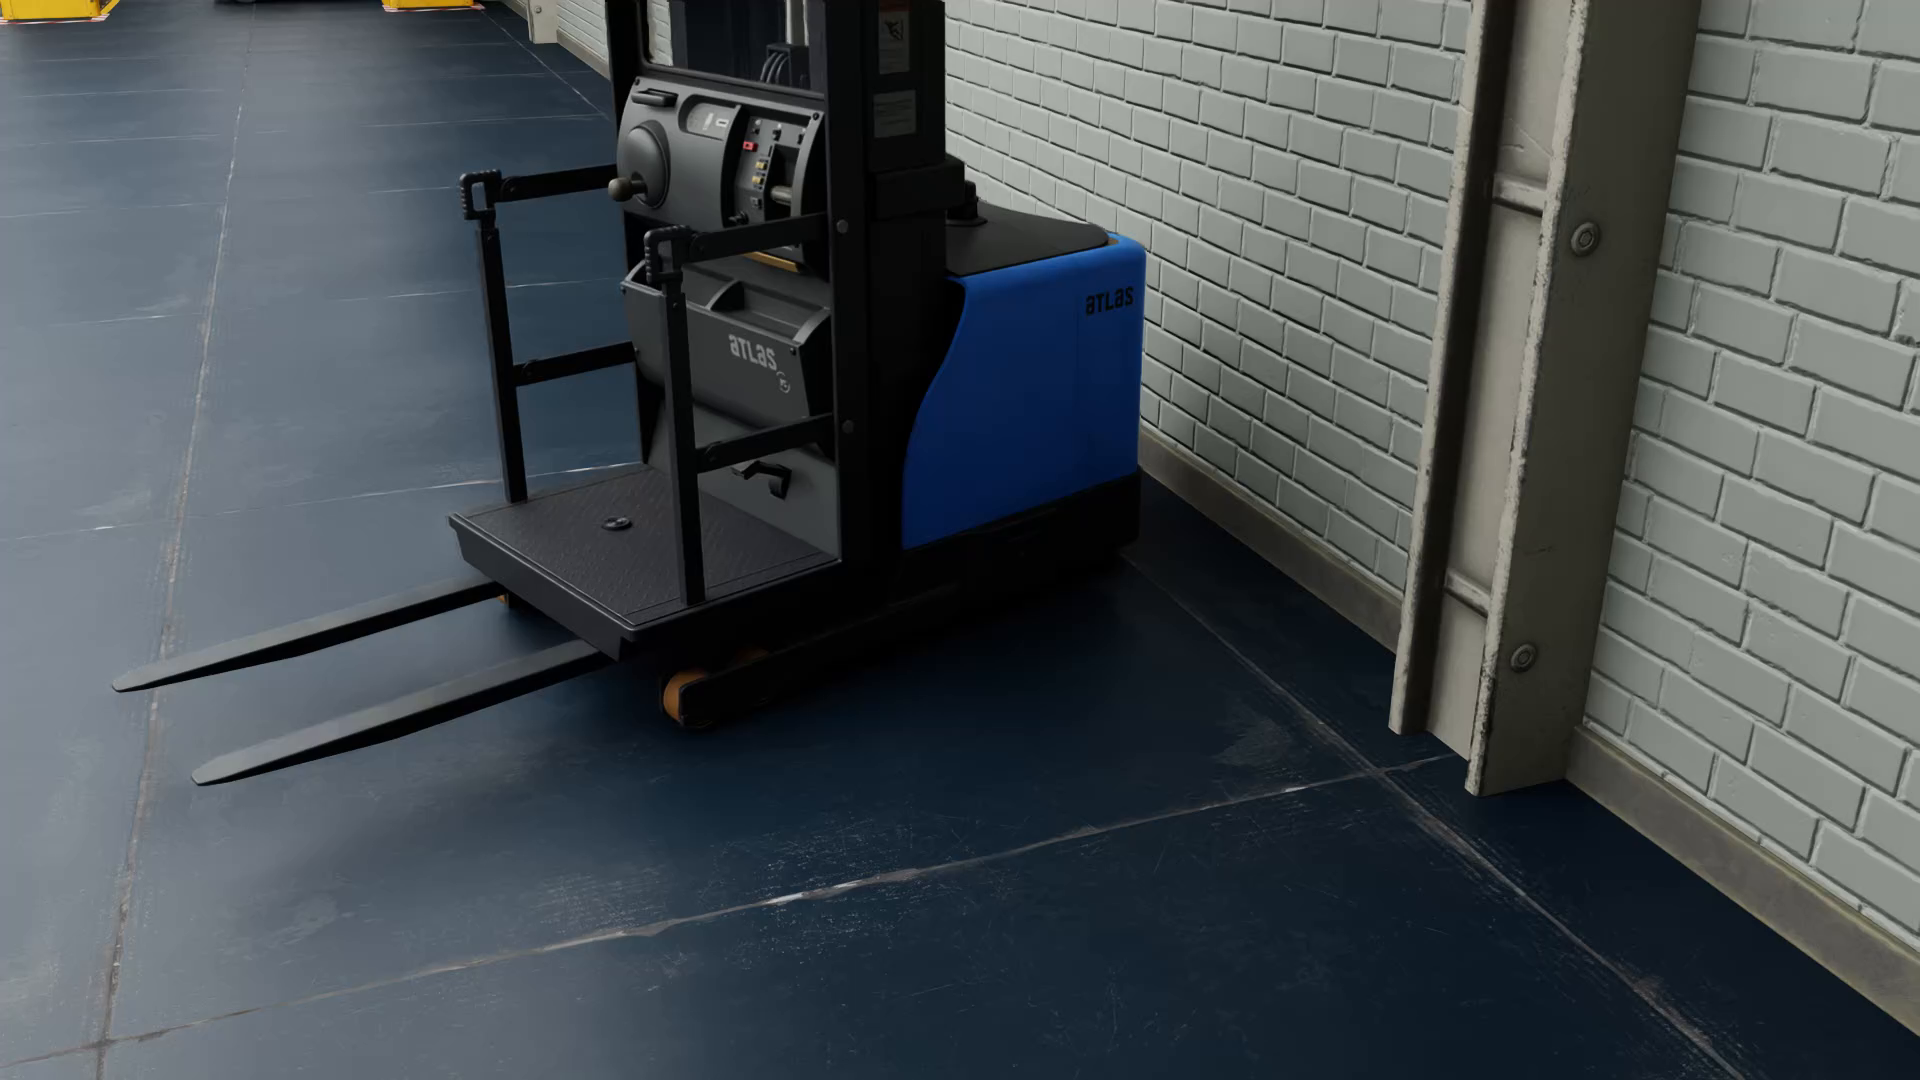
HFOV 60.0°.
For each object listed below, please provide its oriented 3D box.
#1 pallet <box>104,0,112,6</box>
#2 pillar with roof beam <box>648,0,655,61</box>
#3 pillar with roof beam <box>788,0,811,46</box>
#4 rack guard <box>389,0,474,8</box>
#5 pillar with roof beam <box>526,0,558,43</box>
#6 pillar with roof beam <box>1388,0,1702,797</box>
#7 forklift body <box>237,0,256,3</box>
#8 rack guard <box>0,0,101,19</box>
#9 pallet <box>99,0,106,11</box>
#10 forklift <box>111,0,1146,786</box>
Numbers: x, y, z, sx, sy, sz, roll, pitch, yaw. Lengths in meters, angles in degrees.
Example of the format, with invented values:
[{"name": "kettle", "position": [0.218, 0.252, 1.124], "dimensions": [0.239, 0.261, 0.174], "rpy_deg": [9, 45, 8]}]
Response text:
[{"name": "pallet", "position": [-13.045, -7.971, 24.390], "dimensions": [1.003, 0.211, 1.213], "rpy_deg": [-8, 24, -19]}, {"name": "pillar with roof beam", "position": [-6.885, -7.358, 11.622], "dimensions": [9.100, 9.000, 0.400], "rpy_deg": [-8, 24, -19]}, {"name": "pillar with roof beam", "position": [-4.766, -5.178, 6.450], "dimensions": [9.100, 9.000, 0.400], "rpy_deg": [-8, 24, -19]}, {"name": "rack guard", "position": [-7.686, -8.008, 24.105], "dimensions": [1.175, 0.500, 0.348], "rpy_deg": [-8, 24, -19]}, {"name": "pillar with roof beam", "position": [-9.005, -9.538, 16.795], "dimensions": [9.100, 9.000, 0.400], "rpy_deg": [-8, 24, -19]}, {"name": "pillar with roof beam", "position": [-2.646, -2.998, 1.277], "dimensions": [9.100, 9.000, 0.400], "rpy_deg": [-8, 24, -19]}, {"name": "forklift body", "position": [-10.071, -9.216, 24.846], "dimensions": [2.313, 2.155, 1.214], "rpy_deg": [-8, 24, -19]}, {"name": "rack guard", "position": [-12.364, -7.361, 22.572], "dimensions": [1.175, 0.500, 0.348], "rpy_deg": [-8, 24, -19]}, {"name": "pallet", "position": [-12.617, -7.528, 23.340], "dimensions": [1.003, 0.211, 1.213], "rpy_deg": [-8, 24, -19]}, {"name": "forklift", "position": [-0.839, -1.065, 4.504], "dimensions": [3.031, 2.935, 1.130], "rpy_deg": [-19, 29, -37]}]
